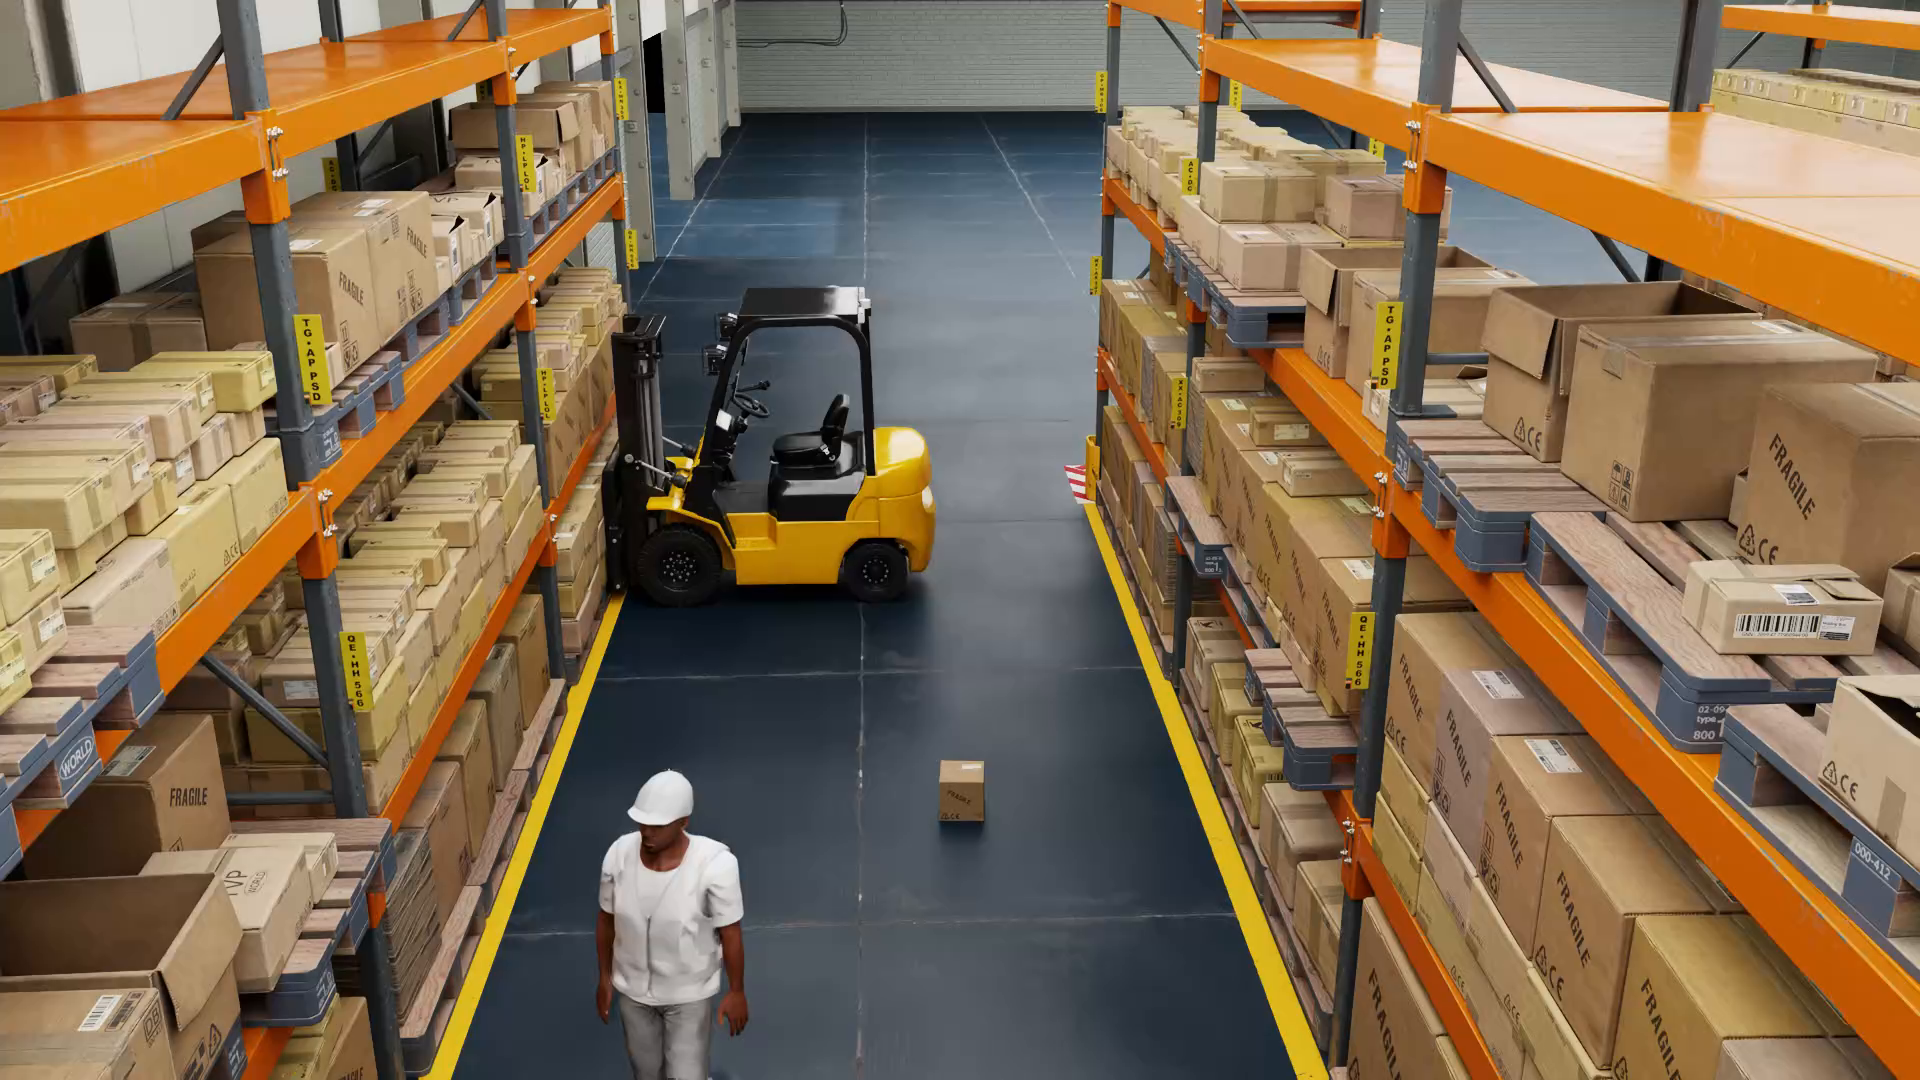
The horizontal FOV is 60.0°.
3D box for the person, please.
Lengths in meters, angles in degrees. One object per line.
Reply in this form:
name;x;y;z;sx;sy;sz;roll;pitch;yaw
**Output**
person;-1.109;1.376;6.261;0.611;1.074;0.355;6;21;15
